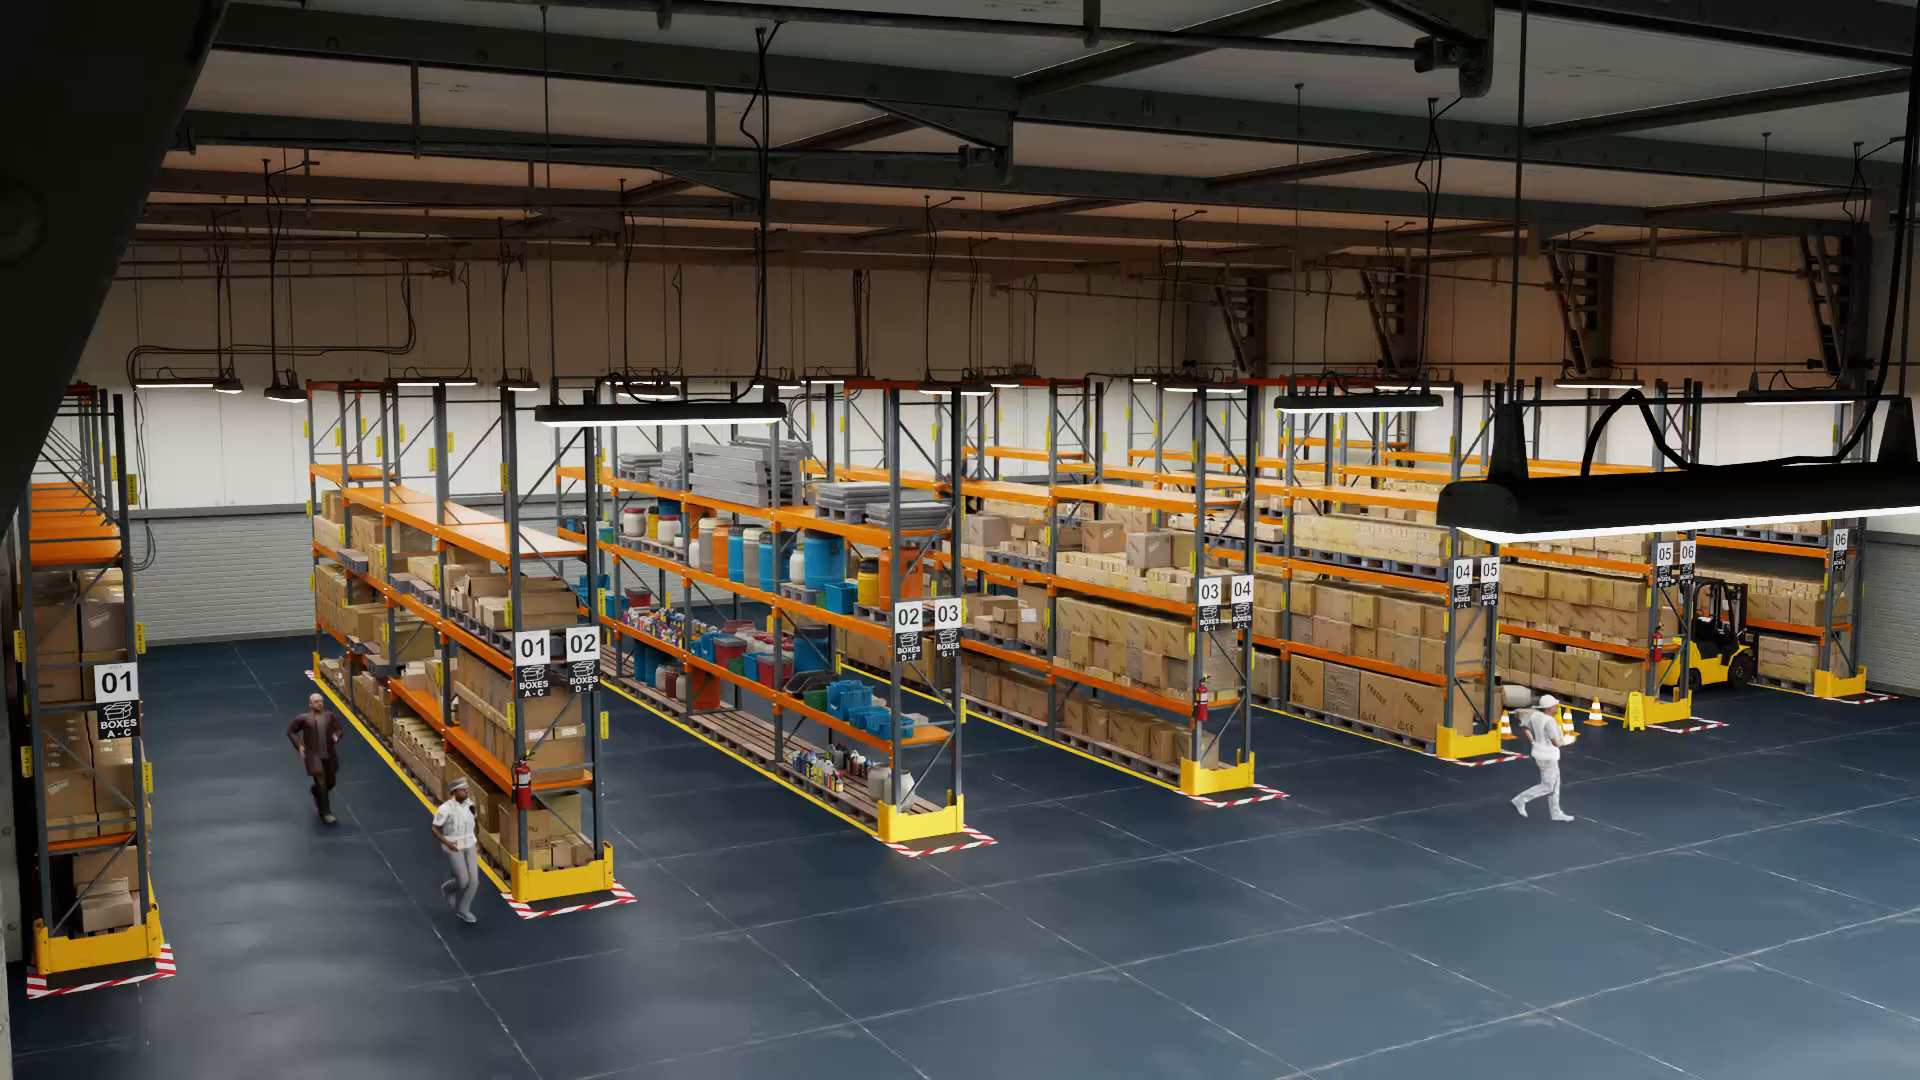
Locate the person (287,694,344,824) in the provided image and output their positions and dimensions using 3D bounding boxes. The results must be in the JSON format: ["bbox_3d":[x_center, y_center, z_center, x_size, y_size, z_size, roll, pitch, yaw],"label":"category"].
[{"bbox_3d":[-8.904,3.001,23.086,0.719,1.752,0.975,-6,8,-43],"label":"person"}]

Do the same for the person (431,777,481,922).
[{"bbox_3d":[-5.720,3.507,18.964,0.523,1.670,0.610,5,8,41],"label":"person"}]

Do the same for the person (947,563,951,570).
[{"bbox_3d":[-0.220,1.361,38.385,0.745,1.776,1.072,-3,7,-27],"label":"person"}]

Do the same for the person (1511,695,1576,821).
[{"bbox_3d":[8.041,3.002,22.903,0.896,1.765,0.696,0,6,0],"label":"person"}]
